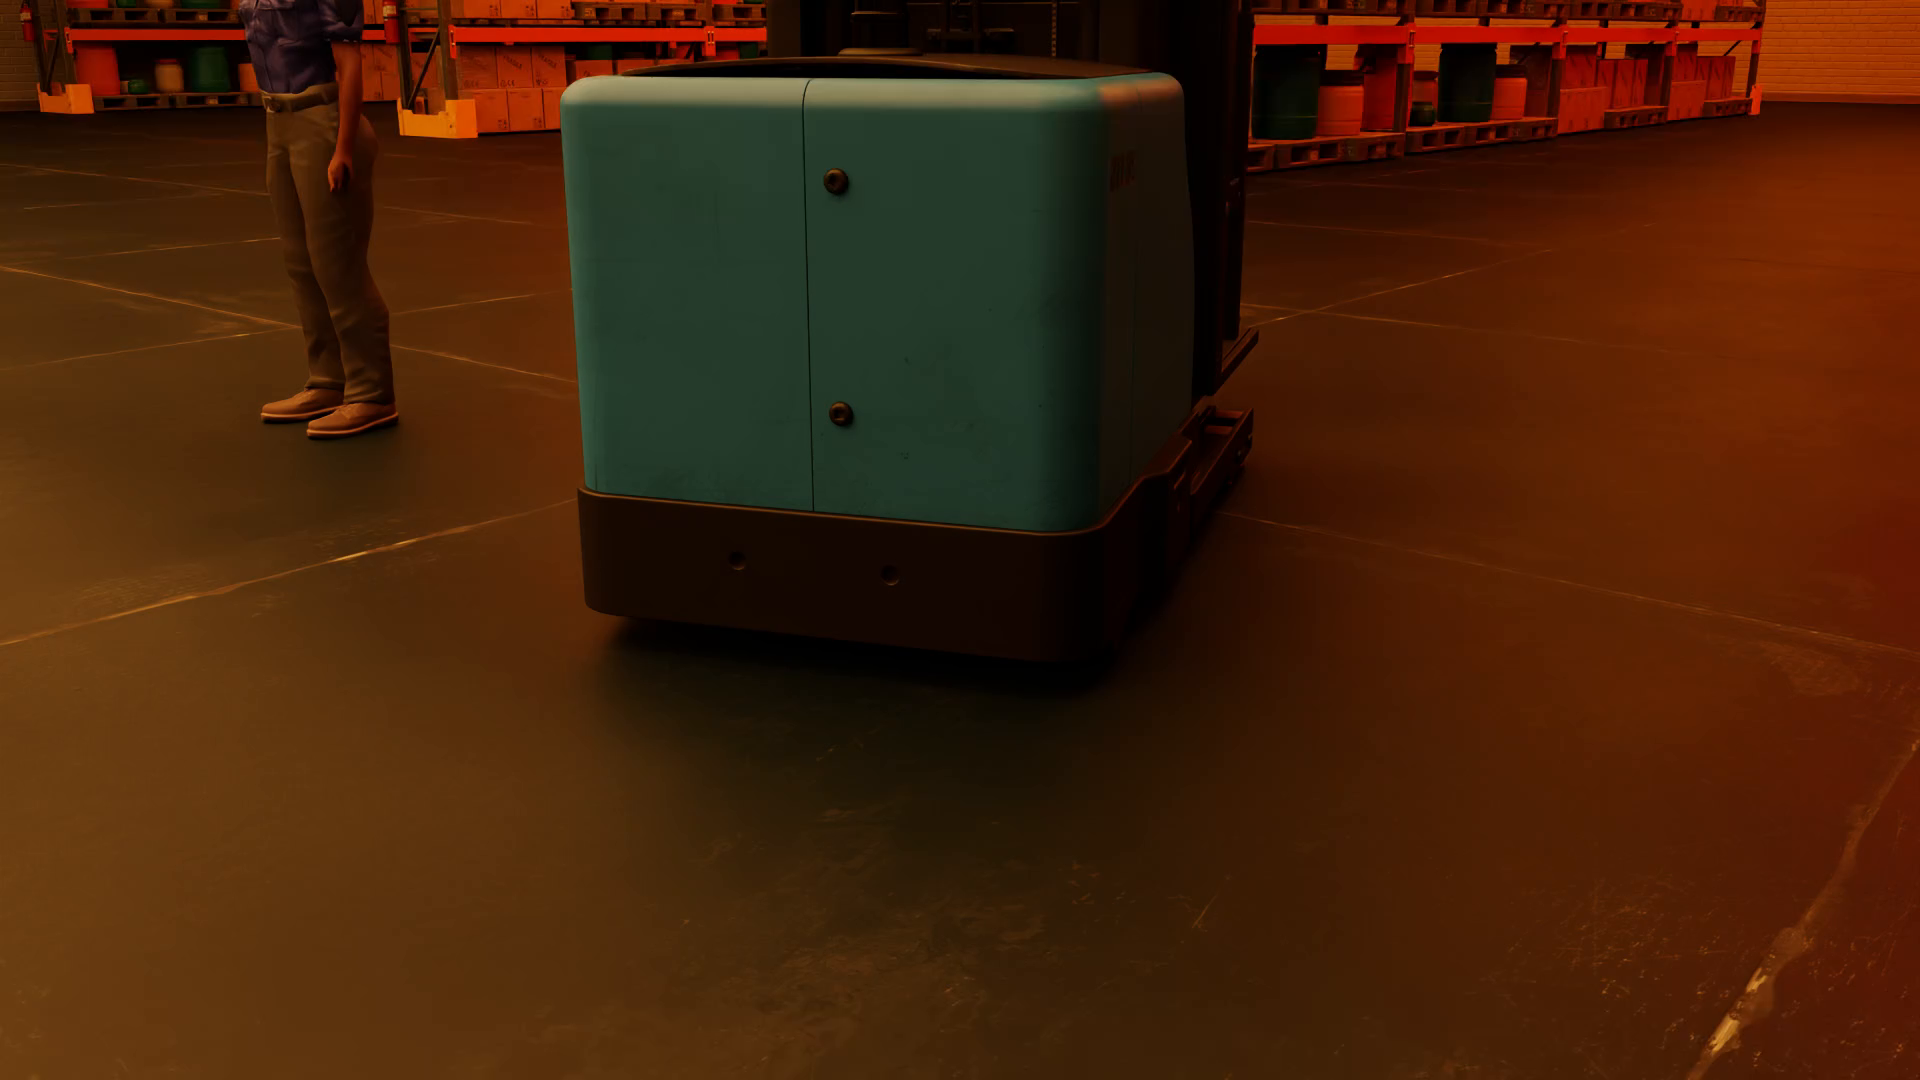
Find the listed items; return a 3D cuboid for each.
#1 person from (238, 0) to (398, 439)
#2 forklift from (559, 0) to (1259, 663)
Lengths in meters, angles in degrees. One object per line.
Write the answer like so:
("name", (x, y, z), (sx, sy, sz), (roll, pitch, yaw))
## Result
("person", (-1.911, -1.150, 4.887), (0.341, 1.660, 0.446), (-16, 23, -42))
("forklift", (0.182, -1.571, 4.072), (1.130, 2.935, 3.031), (5, 18, 17))
